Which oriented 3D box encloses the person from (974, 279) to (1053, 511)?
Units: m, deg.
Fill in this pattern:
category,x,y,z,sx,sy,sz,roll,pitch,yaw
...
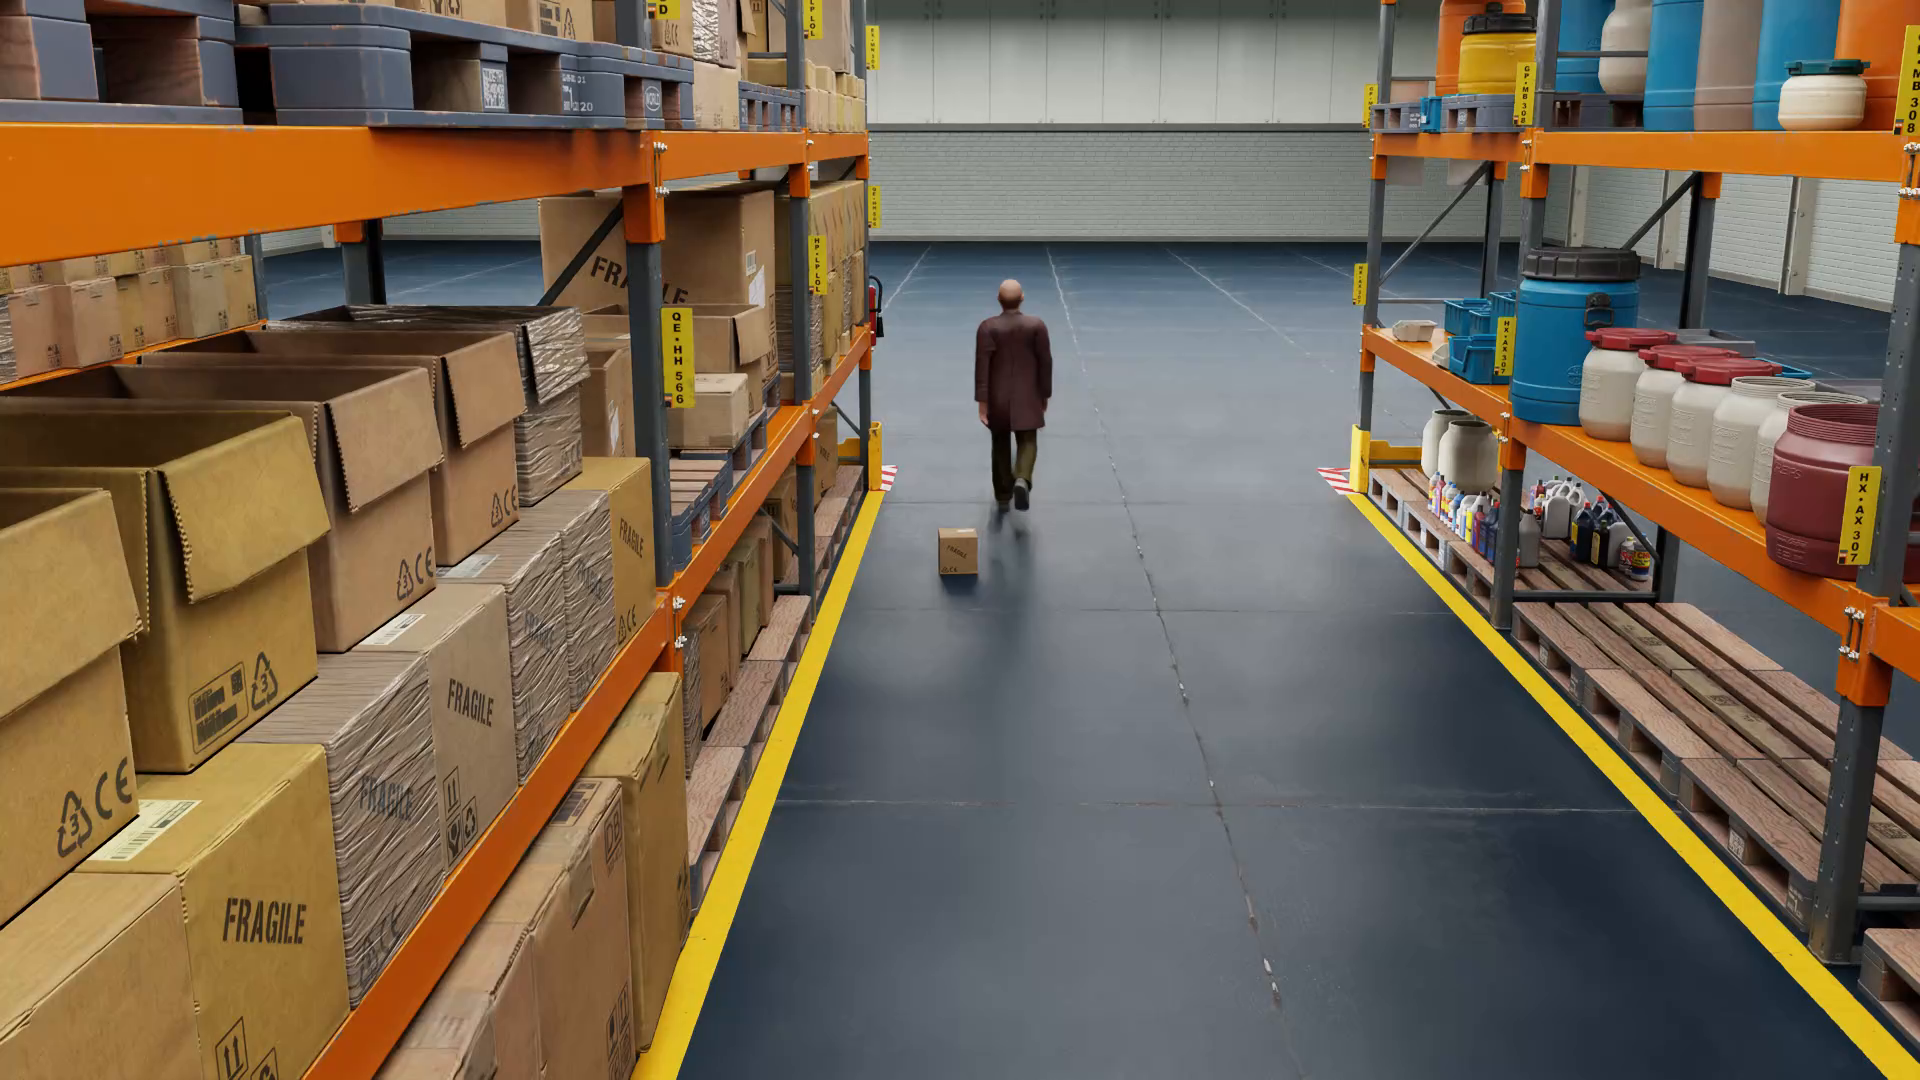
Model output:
category,x,y,z,sx,sy,sz,roll,pitch,yaw
person,0.396,-1.056,12.341,0.574,1.748,0.919,1,14,4
